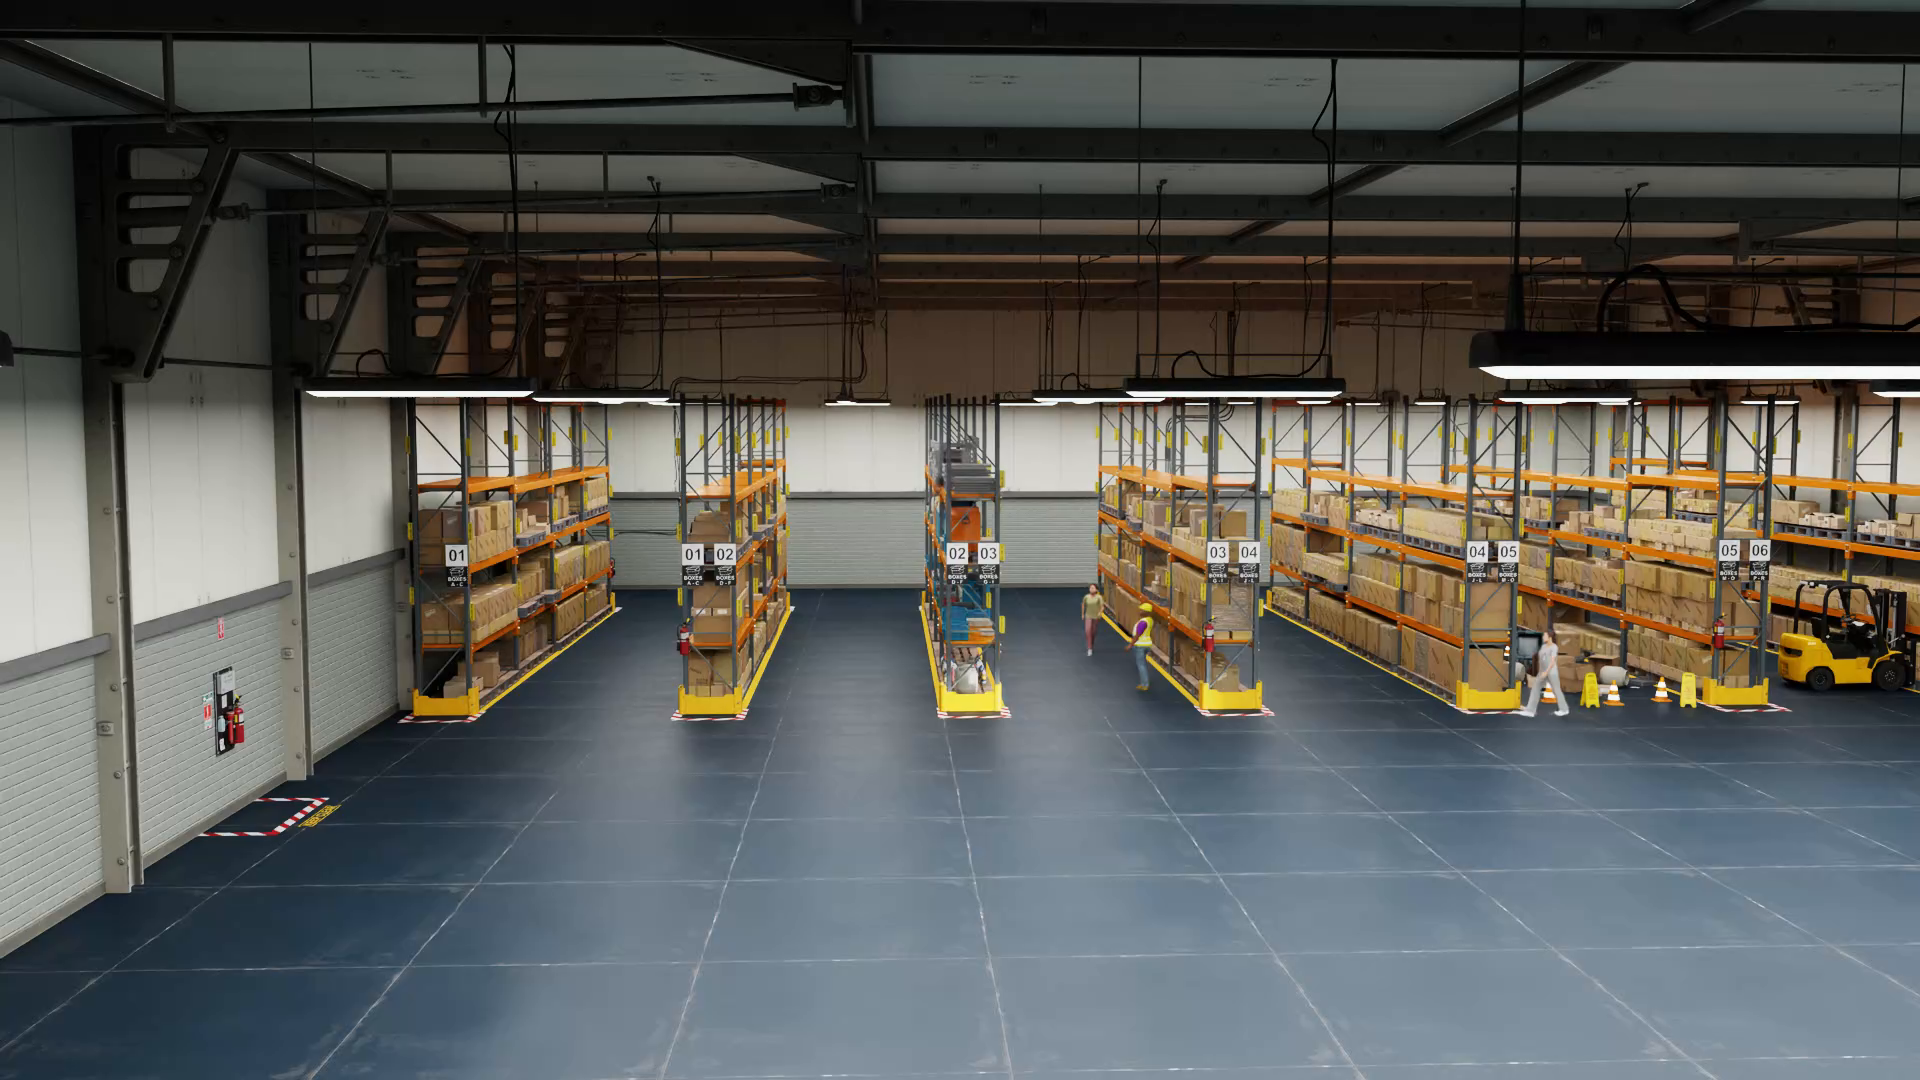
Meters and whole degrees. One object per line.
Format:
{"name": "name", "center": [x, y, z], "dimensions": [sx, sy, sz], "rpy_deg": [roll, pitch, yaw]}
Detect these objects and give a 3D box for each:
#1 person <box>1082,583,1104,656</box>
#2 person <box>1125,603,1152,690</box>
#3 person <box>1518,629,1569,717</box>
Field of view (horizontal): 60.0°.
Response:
{"name": "person", "center": [3.127, 1.846, 38.976], "dimensions": [0.488, 1.633, 0.982], "rpy_deg": [0, 5, -2]}
{"name": "person", "center": [3.650, 2.190, 33.746], "dimensions": [0.691, 1.818, 0.500], "rpy_deg": [-4, 6, -40]}
{"name": "person", "center": [10.837, 2.488, 30.743], "dimensions": [0.996, 1.574, 0.446], "rpy_deg": [-2, 5, -25]}
